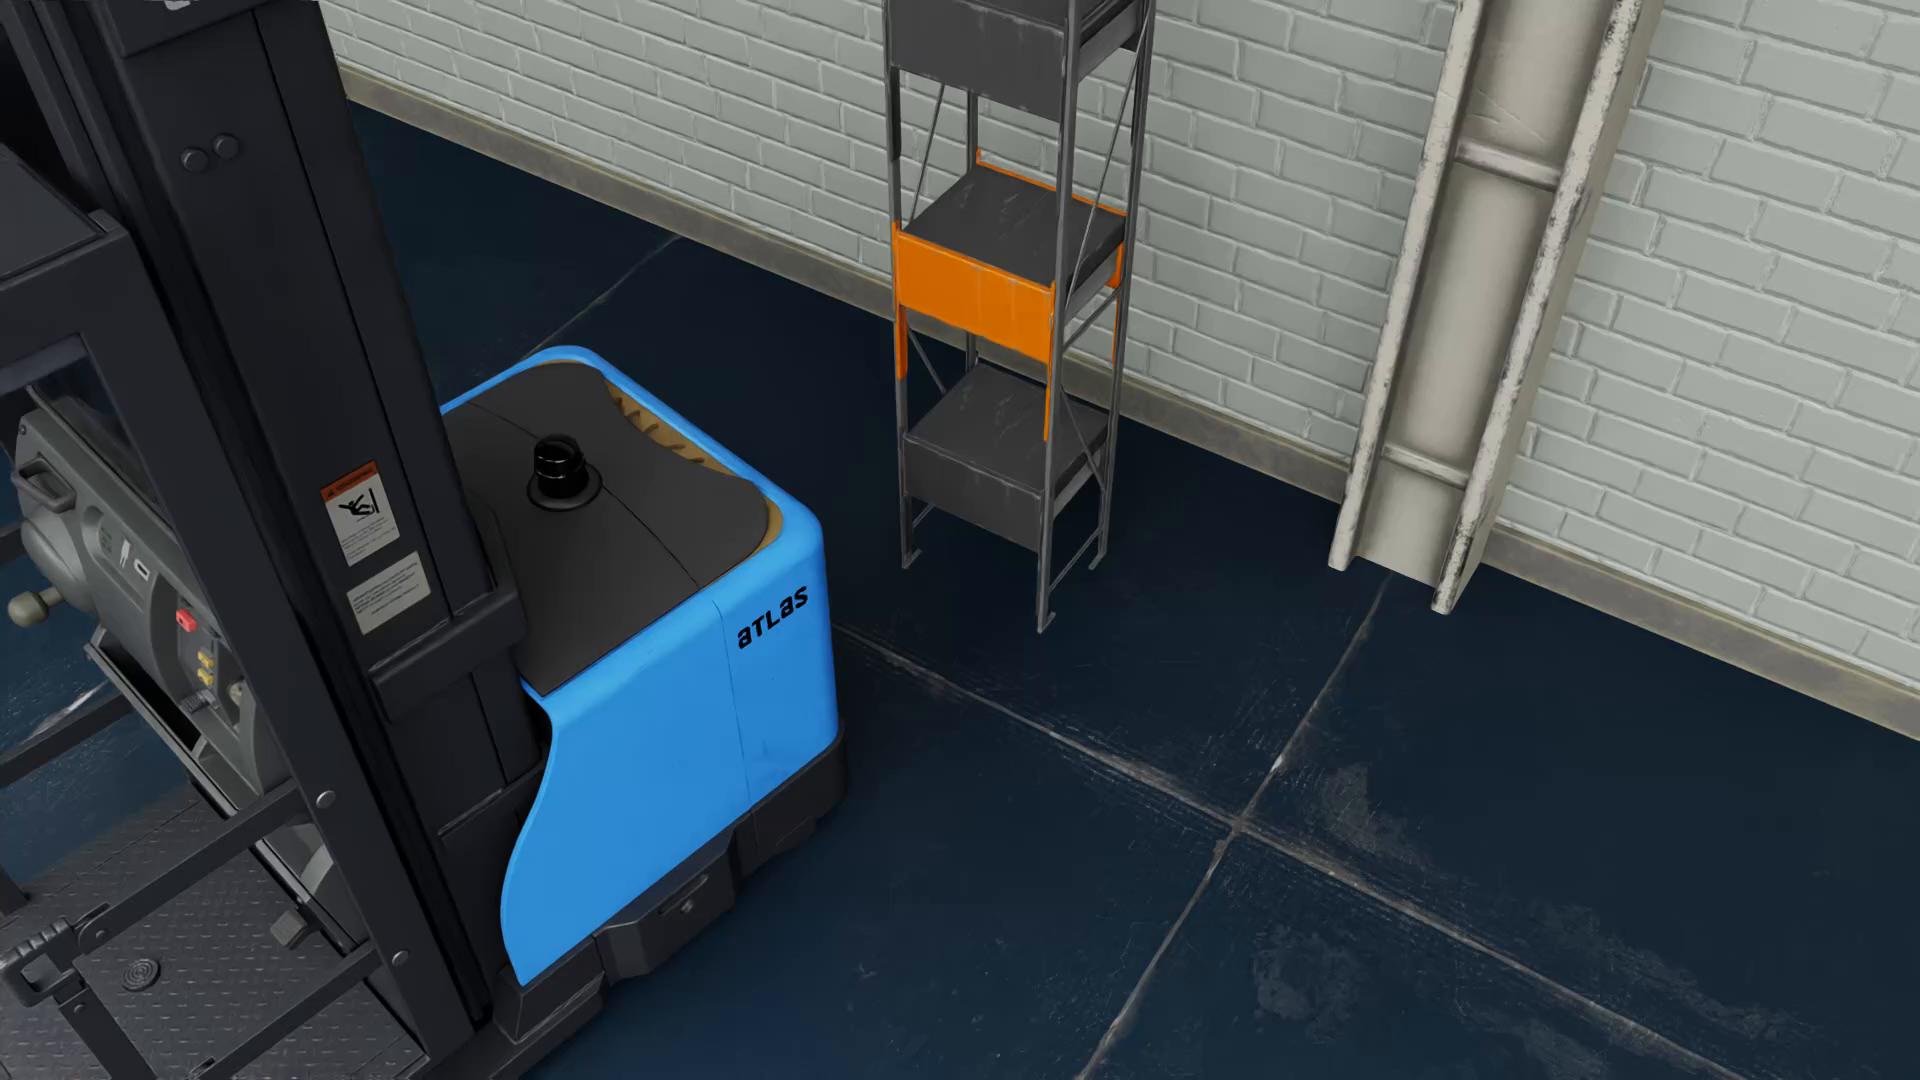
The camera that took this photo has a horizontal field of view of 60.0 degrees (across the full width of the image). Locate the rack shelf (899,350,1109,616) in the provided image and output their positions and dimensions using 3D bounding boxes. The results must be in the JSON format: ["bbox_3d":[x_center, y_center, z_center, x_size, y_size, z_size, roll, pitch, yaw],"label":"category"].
[{"bbox_3d":[0.139,-0.170,4.946,0.480,0.518,0.431,25,51,22],"label":"rack shelf"}]

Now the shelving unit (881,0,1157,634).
[{"bbox_3d":[0.139,-0.668,4.435,0.503,2.100,0.431,25,51,22],"label":"shelving unit"}]

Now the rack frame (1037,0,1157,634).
[{"bbox_3d":[0.345,-0.573,4.343,0.015,2.100,0.400,25,51,22],"label":"rack frame"}]

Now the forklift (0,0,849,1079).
[{"bbox_3d":[-1.687,0.200,3.012,1.130,2.935,3.031,35,55,29],"label":"forklift"}]

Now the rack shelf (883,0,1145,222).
[{"bbox_3d":[0.139,-1.146,3.942,0.480,0.518,0.431,25,51,22],"label":"rack shelf"}]

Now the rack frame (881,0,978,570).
[{"bbox_3d":[-0.066,-0.762,4.526,0.015,2.100,0.400,25,51,22],"label":"rack frame"}]

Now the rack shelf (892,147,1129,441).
[{"bbox_3d":[0.139,-0.658,4.444,0.480,0.518,0.431,25,51,22],"label":"rack shelf"}]
